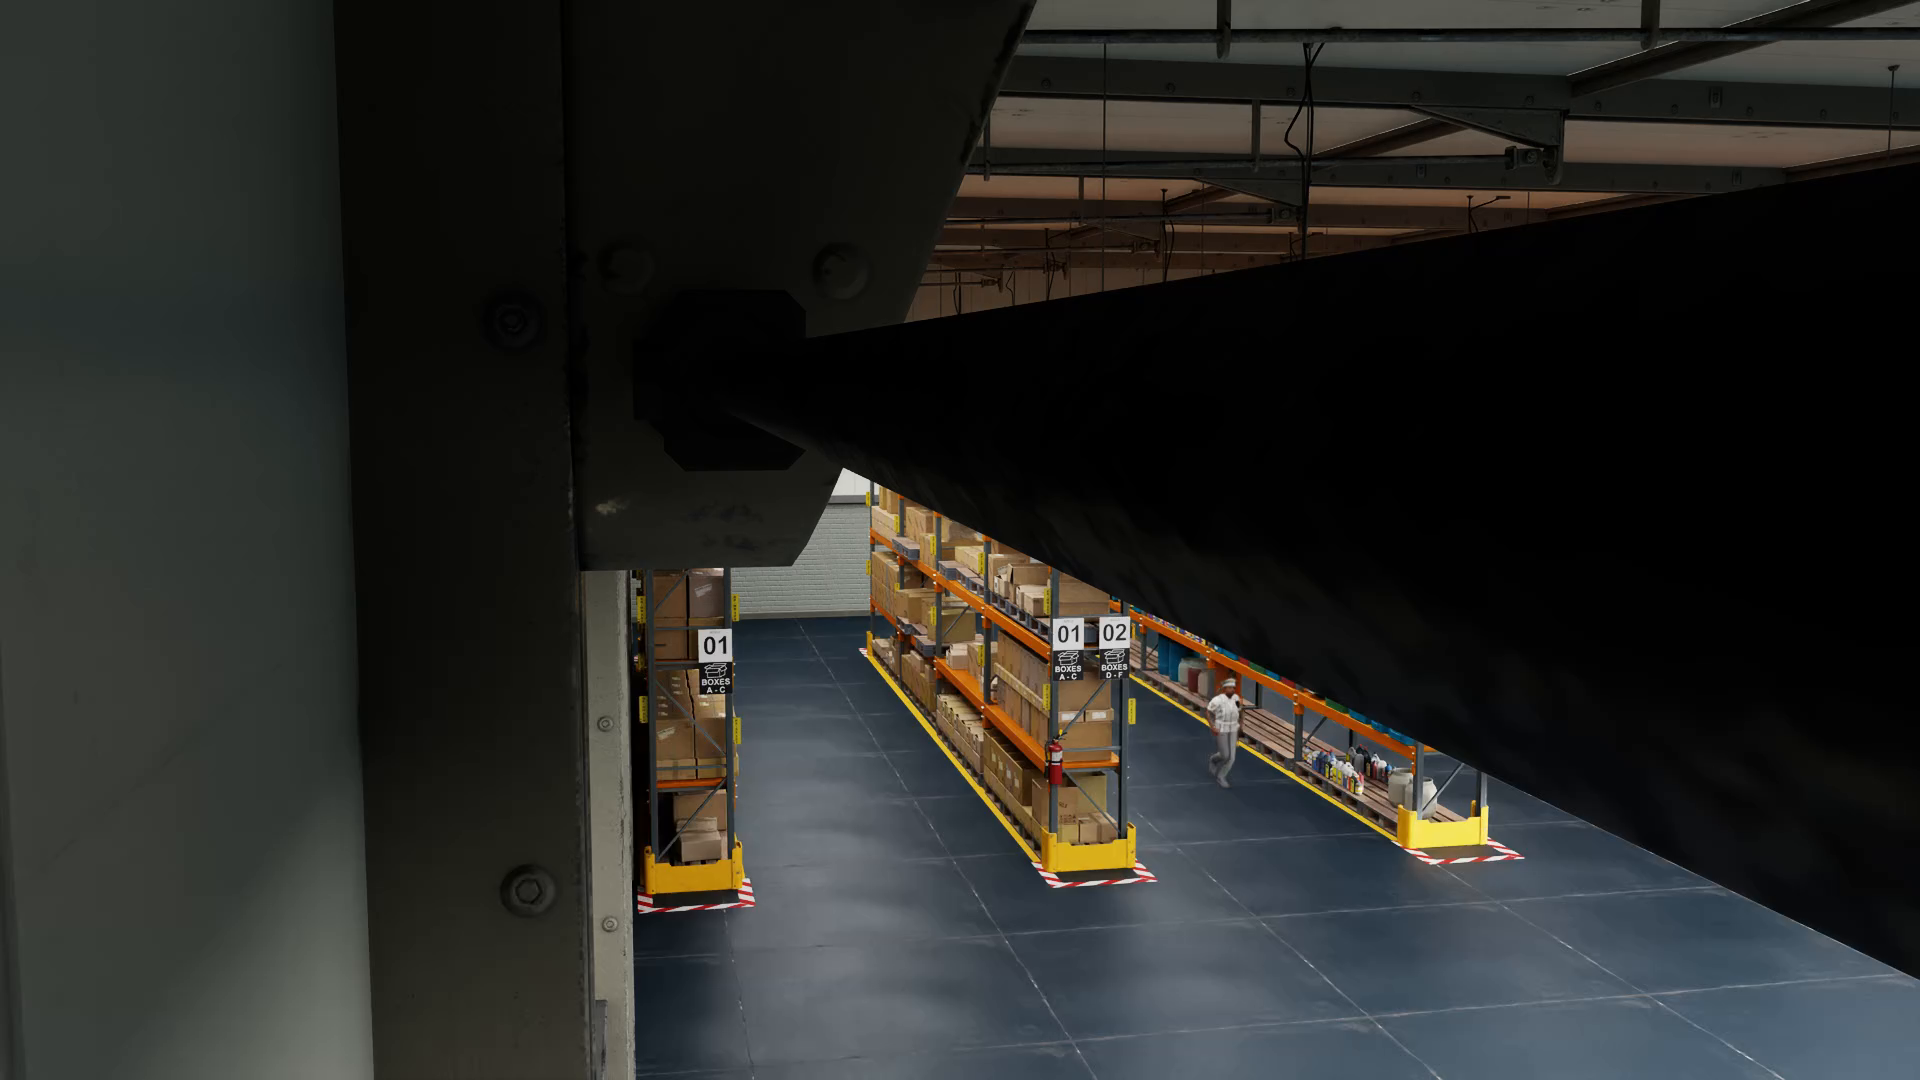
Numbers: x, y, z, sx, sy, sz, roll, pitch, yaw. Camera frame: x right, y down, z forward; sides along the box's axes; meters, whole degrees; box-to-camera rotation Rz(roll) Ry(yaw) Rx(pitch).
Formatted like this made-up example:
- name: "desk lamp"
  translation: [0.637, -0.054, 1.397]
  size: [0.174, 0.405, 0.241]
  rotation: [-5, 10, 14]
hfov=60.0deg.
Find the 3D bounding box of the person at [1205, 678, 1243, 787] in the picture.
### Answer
- name: "person"
  translation: [4.029, 2.891, 25.186]
  size: [0.588, 1.658, 0.545]
  rotation: [-2, 6, -21]
